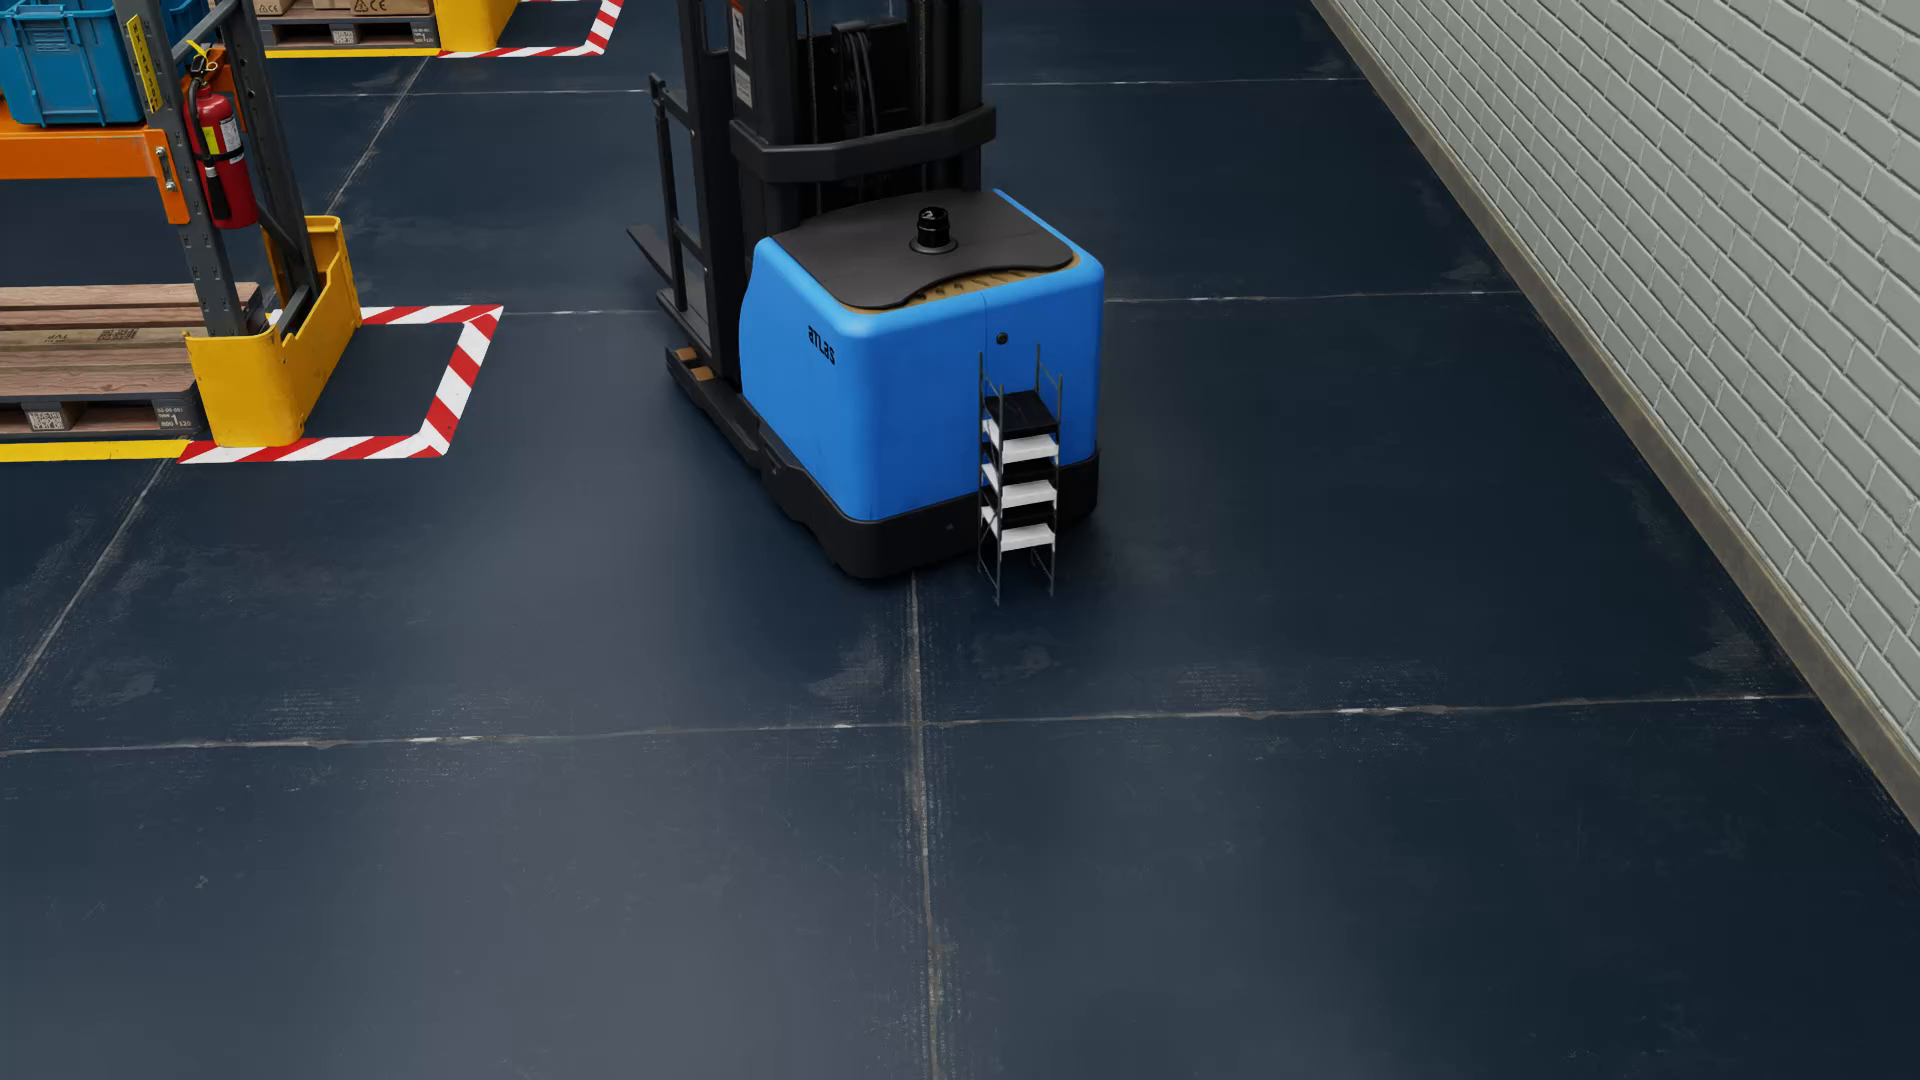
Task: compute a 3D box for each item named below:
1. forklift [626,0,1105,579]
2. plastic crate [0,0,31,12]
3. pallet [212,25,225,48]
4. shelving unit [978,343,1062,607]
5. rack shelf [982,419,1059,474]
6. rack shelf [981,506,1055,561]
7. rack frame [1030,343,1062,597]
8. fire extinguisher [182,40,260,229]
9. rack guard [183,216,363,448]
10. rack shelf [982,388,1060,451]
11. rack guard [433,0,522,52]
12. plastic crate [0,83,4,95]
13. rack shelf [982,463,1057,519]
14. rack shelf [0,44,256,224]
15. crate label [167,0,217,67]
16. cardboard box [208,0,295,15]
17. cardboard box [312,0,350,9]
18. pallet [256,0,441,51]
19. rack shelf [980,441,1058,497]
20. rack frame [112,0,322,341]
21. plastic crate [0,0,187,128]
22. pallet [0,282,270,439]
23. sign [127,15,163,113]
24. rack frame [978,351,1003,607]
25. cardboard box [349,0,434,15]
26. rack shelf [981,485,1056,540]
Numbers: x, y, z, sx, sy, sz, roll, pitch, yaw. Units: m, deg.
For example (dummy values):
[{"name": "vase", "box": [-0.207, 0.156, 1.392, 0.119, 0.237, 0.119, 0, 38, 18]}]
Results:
[{"name": "forklift", "box": [-0.615, -1.886, 6.399, 1.130, 2.935, 3.031, -17, 38, -23]}, {"name": "plastic crate", "box": [-3.860, -2.055, 6.679, 0.300, 0.233, 0.416, -2, 35, -2]}, {"name": "pallet", "box": [-5.259, -3.551, 11.195, 1.213, 0.211, 1.003, -2, 35, -2]}, {"name": "shelving unit", "box": [0.200, -0.216, 5.771, 0.210, 0.900, 0.258, -10, 36, -14]}, {"name": "rack shelf", "box": [0.200, -0.336, 5.688, 0.200, 0.077, 0.258, -10, 36, -14]}, {"name": "rack shelf", "box": [0.200, -0.040, 5.892, 0.200, 0.077, 0.258, -10, 36, -14]}, {"name": "rack frame", "box": [0.297, -0.233, 5.796, 0.006, 0.900, 0.240, -10, 36, -14]}, {"name": "fire extinguisher", "box": [-2.768, -1.497, 6.174, 0.183, 0.674, 0.296, -2, 35, -2]}, {"name": "rack guard", "box": [-2.917, -0.917, 7.136, 0.348, 0.500, 1.175, -2, 35, -2]}, {"name": "rack shelf", "box": [0.200, -0.410, 5.636, 0.200, 0.077, 0.258, -10, 36, -14]}, {"name": "rack guard", "box": [-3.247, -3.723, 11.190, 0.348, 0.500, 1.175, -2, 35, -2]}, {"name": "plastic crate", "box": [-3.746, -1.728, 6.290, 0.243, 0.136, 0.396, -2, 35, -2]}, {"name": "rack shelf", "box": [0.200, -0.188, 5.790, 0.200, 0.077, 0.258, -10, 36, -14]}, {"name": "rack shelf", "box": [-4.938, -1.587, 6.540, 4.000, 0.370, 1.077, -2, 35, -2]}, {"name": "crate label", "box": [-3.203, -2.073, 6.704, 0.303, 0.233, 0.416, -2, 35, -2]}, {"name": "cardboard box", "box": [-4.653, -3.640, 10.903, 0.500, 0.250, 0.500, -2, 35, -2]}, {"name": "cardboard box", "box": [-4.112, -3.654, 10.997, 0.250, 0.166, 0.380, -2, 35, -2]}, {"name": "pallet", "box": [-4.043, -3.582, 11.240, 1.213, 0.211, 1.003, -2, 35, -2]}, {"name": "rack shelf", "box": [0.200, -0.262, 5.739, 0.200, 0.077, 0.258, -10, 36, -14]}, {"name": "rack frame", "box": [-2.940, -1.937, 6.413, 0.127, 3.000, 1.000, -2, 35, -2]}, {"name": "plastic crate", "box": [-3.266, -1.861, 6.219, 0.499, 0.435, 0.616, -2, 35, -2]}, {"name": "pallet", "box": [-3.766, -0.790, 7.206, 1.213, 0.211, 1.003, -2, 35, -2]}, {"name": "sign", "box": [-2.898, -1.692, 5.915, 0.005, 0.325, 0.100, -2, 35, -2]}, {"name": "rack frame", "box": [0.103, -0.199, 5.746, 0.006, 0.900, 0.240, -10, 36, -14]}, {"name": "cardboard box", "box": [-3.703, -3.751, 10.844, 0.500, 0.500, 0.500, -2, 35, -2]}, {"name": "rack shelf", "box": [0.200, -0.114, 5.841, 0.200, 0.077, 0.258, -10, 36, -14]}]
